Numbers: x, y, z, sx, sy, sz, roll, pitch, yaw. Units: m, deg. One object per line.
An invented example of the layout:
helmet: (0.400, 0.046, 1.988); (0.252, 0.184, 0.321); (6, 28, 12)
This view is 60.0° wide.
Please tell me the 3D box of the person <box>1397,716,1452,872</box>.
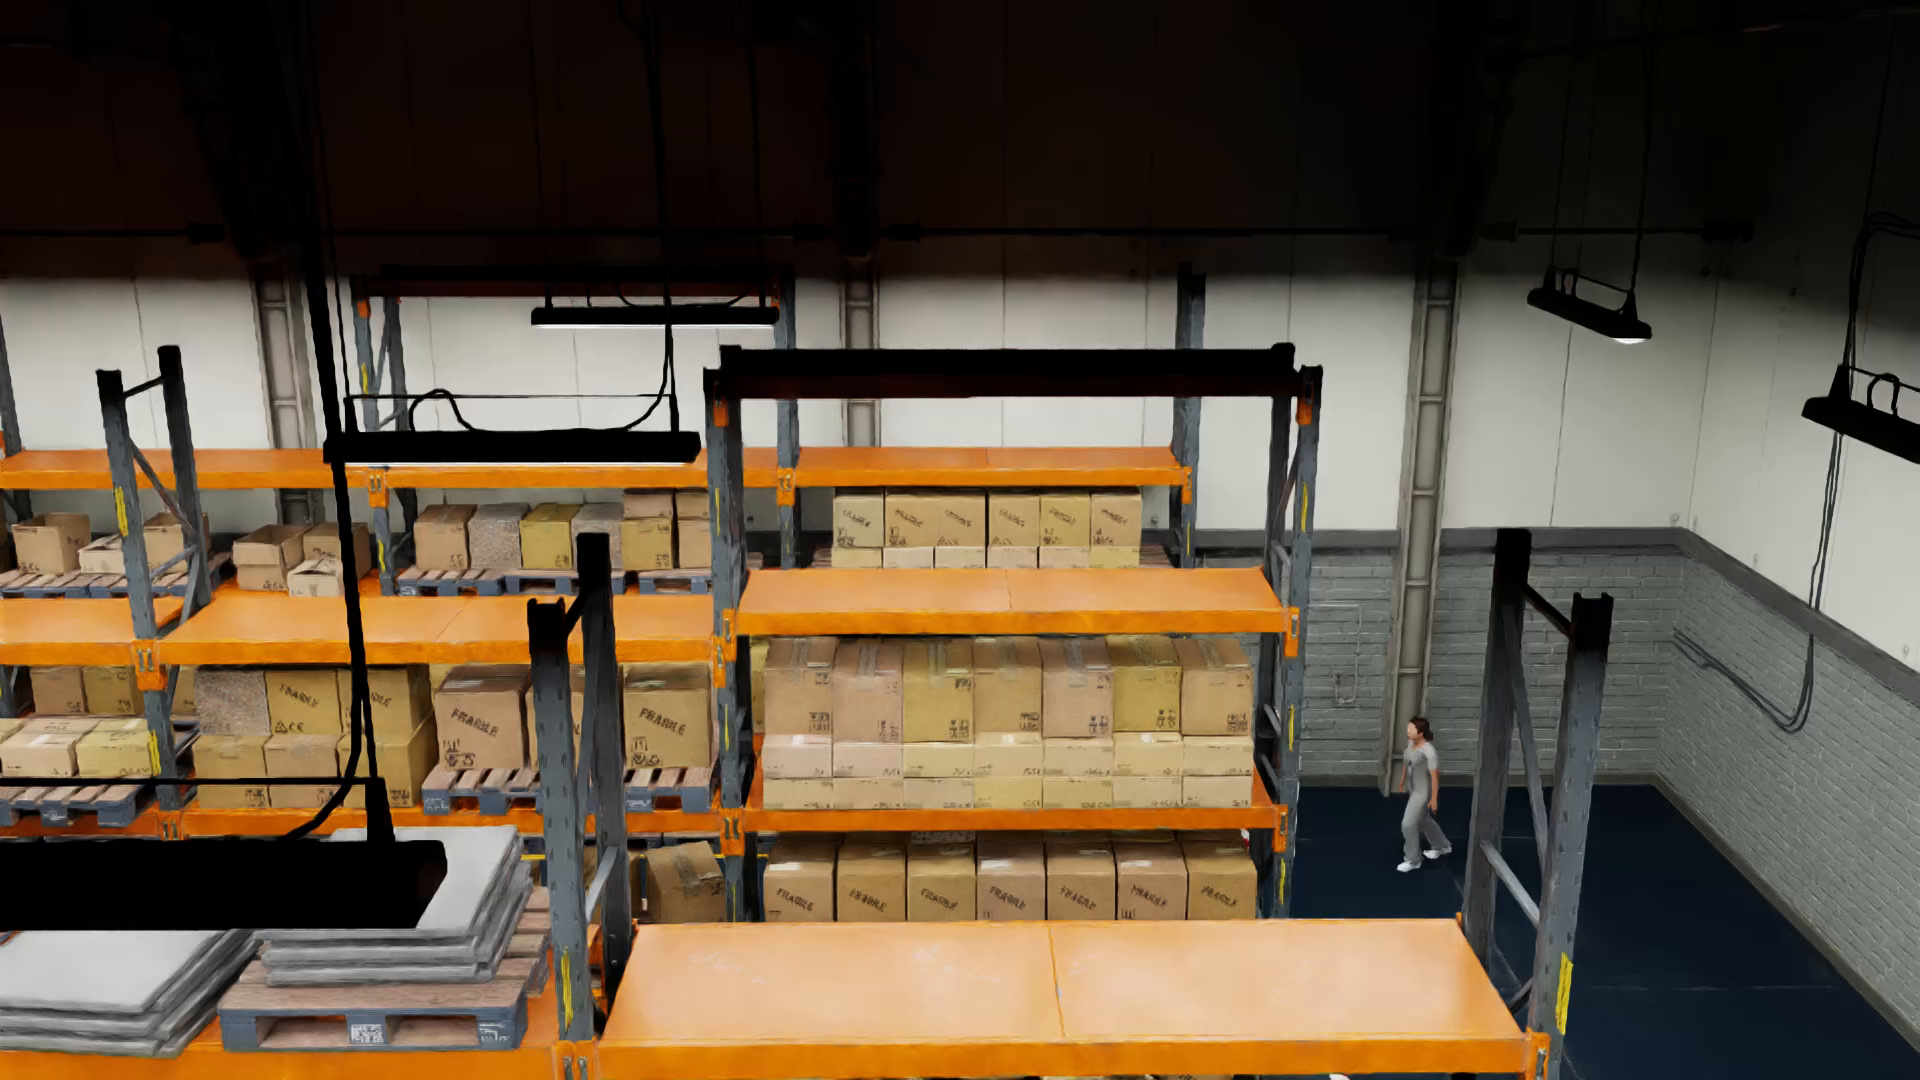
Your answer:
person: (4.774, 2.547, 16.917); (0.687, 1.634, 0.572); (-3, 16, -9)
